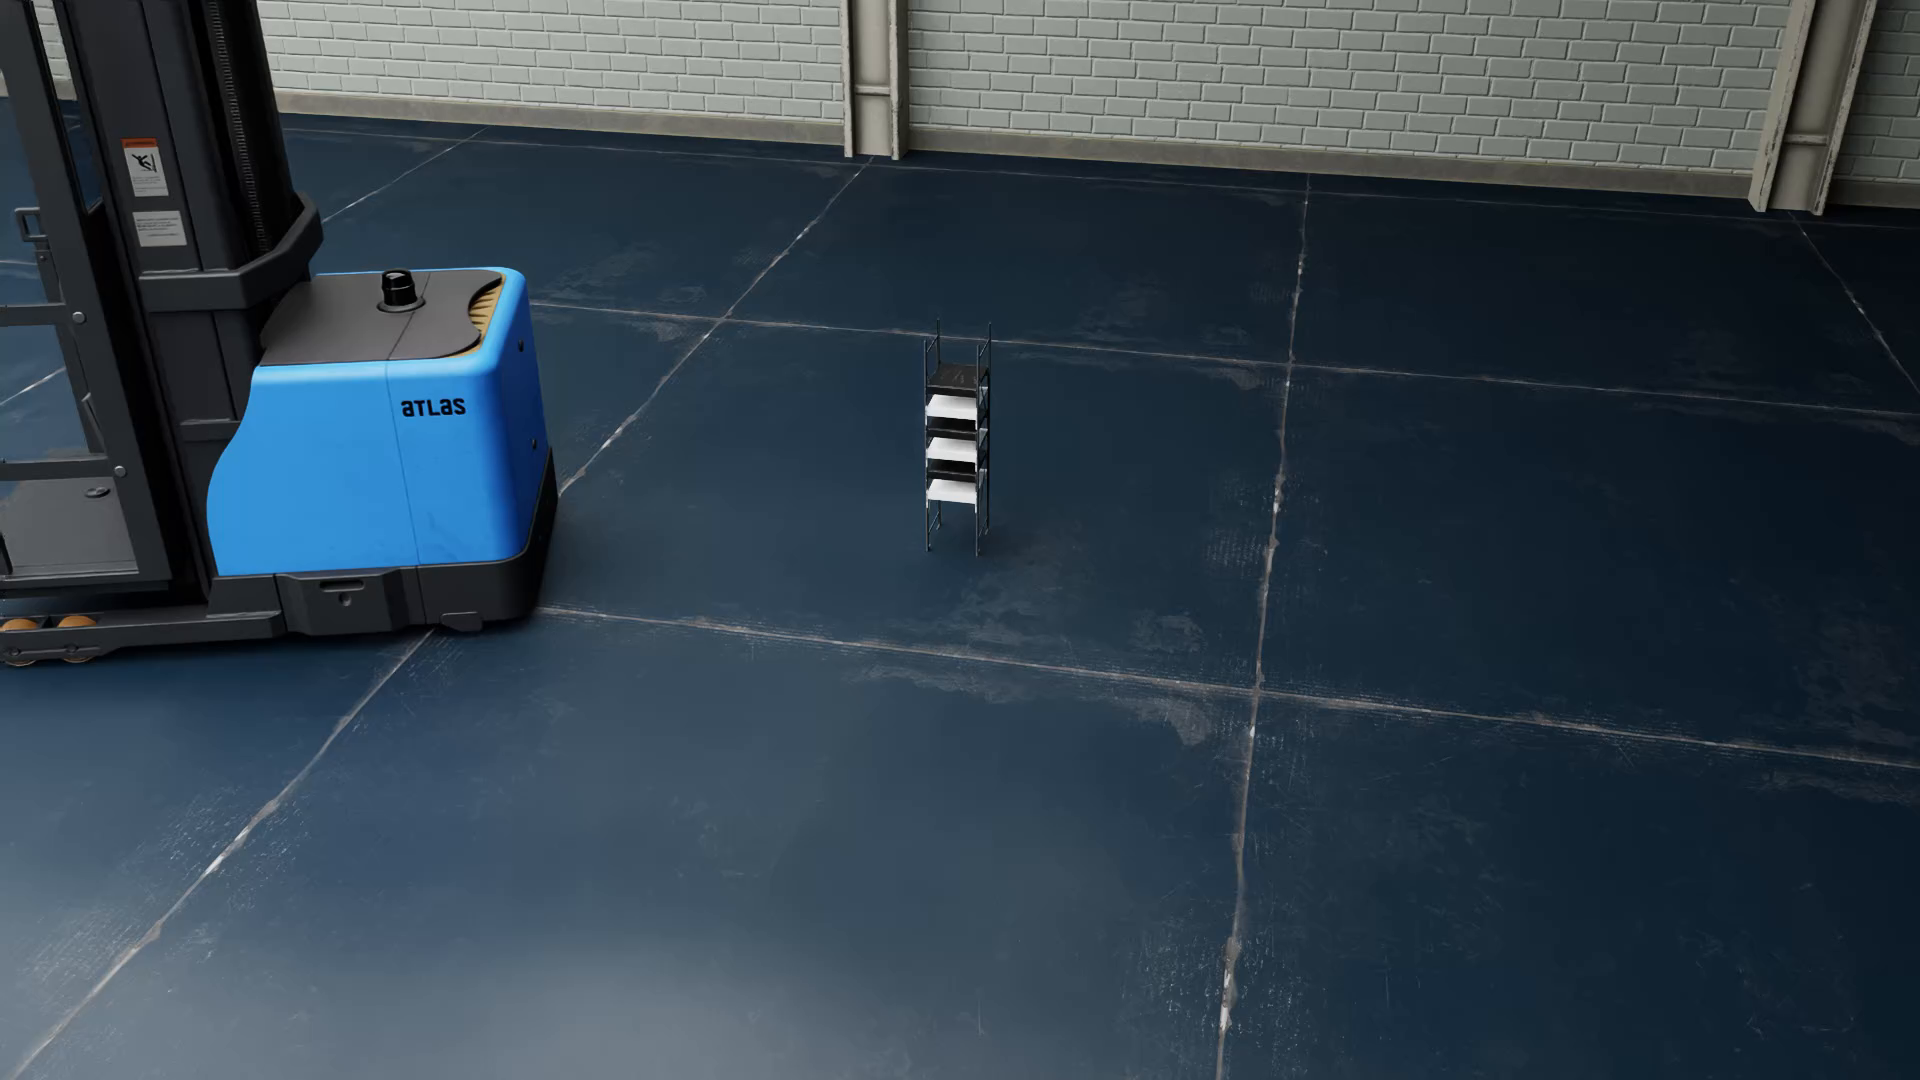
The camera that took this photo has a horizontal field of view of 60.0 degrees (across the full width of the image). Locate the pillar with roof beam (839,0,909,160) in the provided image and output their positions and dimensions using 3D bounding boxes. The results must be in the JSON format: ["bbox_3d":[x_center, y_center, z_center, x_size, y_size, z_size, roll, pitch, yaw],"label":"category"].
[{"bbox_3d":[-1.482,-4.666,5.903,0.400,9.000,9.100,6,29,11],"label":"pillar with roof beam"}]

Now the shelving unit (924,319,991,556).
[{"bbox_3d":[-0.008,-0.396,6.535,0.210,0.900,0.258,6,29,11],"label":"shelving unit"}]

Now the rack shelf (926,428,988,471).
[{"bbox_3d":[-0.008,-0.366,6.551,0.200,0.077,0.258,6,29,11],"label":"rack shelf"}]

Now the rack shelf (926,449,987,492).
[{"bbox_3d":[-0.008,-0.287,6.595,0.200,0.077,0.258,6,29,11],"label":"rack shelf"}]

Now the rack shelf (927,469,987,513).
[{"bbox_3d":[-0.008,-0.208,6.638,0.200,0.077,0.258,6,29,11],"label":"rack shelf"}]

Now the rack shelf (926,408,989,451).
[{"bbox_3d":[-0.008,-0.445,6.508,0.200,0.077,0.258,6,29,11],"label":"rack shelf"}]

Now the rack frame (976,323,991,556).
[{"bbox_3d":[0.091,-0.385,6.517,0.006,0.900,0.240,6,29,11],"label":"rack frame"}]

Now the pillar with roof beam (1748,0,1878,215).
[{"bbox_3d":[4.385,-4.065,4.804,0.400,9.000,9.100,6,29,11],"label":"pillar with roof beam"}]

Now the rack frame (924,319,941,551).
[{"bbox_3d":[-0.107,-0.406,6.554,0.006,0.900,0.240,6,29,11],"label":"rack frame"}]

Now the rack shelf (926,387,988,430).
[{"bbox_3d":[-0.008,-0.524,6.465,0.200,0.077,0.258,6,29,11],"label":"rack shelf"}]

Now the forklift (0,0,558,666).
[{"bbox_3d":[-3.124,-1.104,5.715,3.031,2.935,1.130,-3,29,-6],"label":"forklift"}]

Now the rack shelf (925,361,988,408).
[{"bbox_3d":[-0.008,-0.603,6.422,0.200,0.077,0.258,6,29,11],"label":"rack shelf"}]
